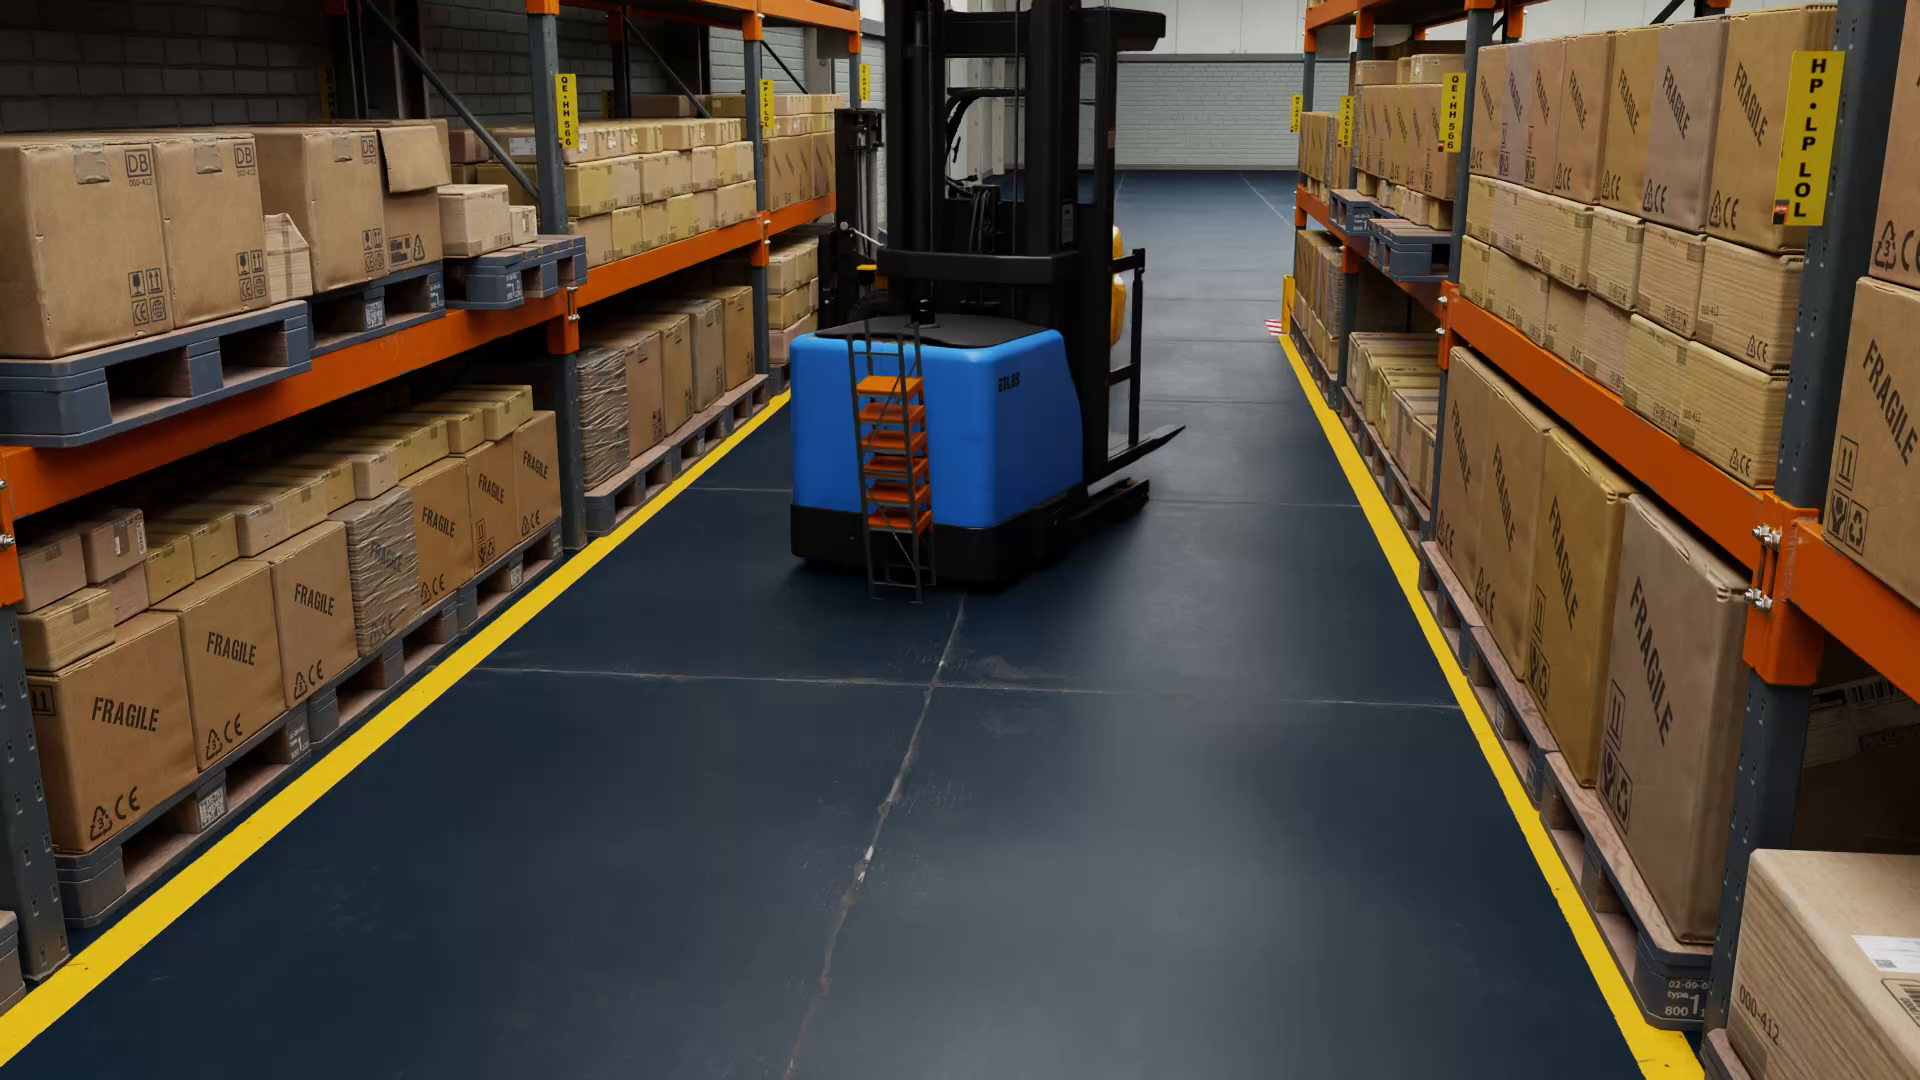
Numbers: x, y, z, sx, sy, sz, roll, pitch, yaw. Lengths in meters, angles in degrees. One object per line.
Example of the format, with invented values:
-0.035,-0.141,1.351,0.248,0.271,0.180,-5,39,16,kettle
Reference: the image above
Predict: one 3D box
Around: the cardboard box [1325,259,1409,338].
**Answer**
2.876,-1.709,11.764,0.500,0.500,0.500,1,15,5,cardboard box

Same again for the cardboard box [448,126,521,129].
-2.505,-2.072,8.645,0.380,0.149,0.250,1,15,5,cardboard box

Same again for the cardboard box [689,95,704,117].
-2.051,-3.116,11.937,0.380,0.149,0.250,1,15,5,cardboard box

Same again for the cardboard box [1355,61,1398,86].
2.672,-2.907,10.357,0.380,0.149,0.250,2,15,6,cardboard box

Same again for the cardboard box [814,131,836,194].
-1.325,-3.139,13.833,0.500,0.500,0.500,1,15,5,cardboard box

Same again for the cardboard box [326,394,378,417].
-2.733,-0.533,7.130,0.380,0.149,0.250,2,15,8,cardboard box

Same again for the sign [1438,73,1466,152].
2.085,-1.807,7.033,0.100,0.325,0.005,2,15,6,sign

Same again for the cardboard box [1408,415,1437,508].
2.699,-0.354,7.953,0.950,0.372,0.625,1,15,2,cardboard box

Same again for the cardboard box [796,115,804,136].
-1.397,-3.158,12.659,0.380,0.149,0.250,2,15,6,cardboard box

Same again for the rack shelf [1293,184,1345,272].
3.302,-2.482,12.973,1.077,0.370,4.000,2,15,6,rack shelf

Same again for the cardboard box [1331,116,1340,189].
2.931,-2.759,11.857,0.500,0.500,0.500,2,15,8,cardboard box

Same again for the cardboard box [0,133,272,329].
-2.423,-0.885,4.693,0.700,0.500,0.500,2,15,7,cardboard box

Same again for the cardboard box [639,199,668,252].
-1.902,-1.718,9.056,0.500,0.250,0.500,1,15,4,cardboard box

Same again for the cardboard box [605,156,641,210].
-1.957,-1.825,8.495,0.500,0.250,0.500,2,15,8,cardboard box

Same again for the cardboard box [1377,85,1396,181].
2.566,-2.201,8.988,0.500,0.500,0.500,1,15,4,cardboard box

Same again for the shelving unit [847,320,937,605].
-0.280,-0.318,7.007,0.258,1.200,0.189,5,26,19,shelving unit

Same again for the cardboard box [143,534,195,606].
-2.482,0.084,4.848,0.380,0.149,0.250,1,15,3,cardboard box

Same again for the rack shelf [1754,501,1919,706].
1.948,0.630,1.463,1.077,0.370,4.000,2,15,6,rack shelf

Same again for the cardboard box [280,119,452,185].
-2.521,-1.541,7.117,0.500,0.500,0.500,2,15,9,cardboard box

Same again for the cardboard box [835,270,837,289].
-1.254,-2.210,14.095,0.500,0.250,0.500,1,15,5,cardboard box

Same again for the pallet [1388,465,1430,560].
2.715,-0.130,8.237,1.003,0.211,1.213,2,15,6,pallet

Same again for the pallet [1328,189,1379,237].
2.846,-2.024,10.268,1.003,0.211,1.213,2,15,6,pallet

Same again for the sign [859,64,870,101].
-0.867,-4.147,15.080,0.100,0.325,0.005,2,15,6,sign

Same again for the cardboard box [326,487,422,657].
-2.305,0.102,6.022,0.500,0.500,0.500,1,15,4,cardboard box

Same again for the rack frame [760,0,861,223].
-1.405,-3.493,15.334,1.000,3.000,0.127,2,15,6,rack frame

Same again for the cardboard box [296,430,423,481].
-2.288,-0.321,6.346,0.380,0.149,0.250,1,15,5,cardboard box

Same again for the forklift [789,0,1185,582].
0.342,-1.567,8.343,1.130,2.935,3.031,8,17,26,forklift

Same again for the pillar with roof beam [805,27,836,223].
2.576,-7.665,19.268,9.100,9.000,0.400,2,15,6,pillar with roof beam

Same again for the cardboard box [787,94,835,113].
-1.256,-3.632,13.845,0.380,0.149,0.250,2,15,8,cardboard box

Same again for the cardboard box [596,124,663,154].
-1.844,-2.189,9.076,0.380,0.149,0.250,2,15,7,cardboard box

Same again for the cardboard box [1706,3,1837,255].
1.975,-0.890,3.600,0.500,0.500,0.500,2,15,8,cardboard box

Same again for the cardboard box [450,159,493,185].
-2.533,-1.712,8.076,0.500,0.250,0.500,2,15,8,cardboard box

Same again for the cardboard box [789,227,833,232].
-1.199,-2.590,14.542,0.500,0.250,0.500,2,15,7,cardboard box

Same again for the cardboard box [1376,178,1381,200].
2.636,-2.052,9.682,0.380,0.149,0.250,2,15,7,cardboard box

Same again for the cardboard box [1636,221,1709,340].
2.031,-0.656,4.171,0.500,0.250,0.500,2,15,8,cardboard box

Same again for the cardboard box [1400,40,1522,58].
3.341,-3.093,11.177,0.700,0.500,0.500,2,15,6,cardboard box

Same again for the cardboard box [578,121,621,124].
-2.282,-2.469,10.112,0.380,0.149,0.250,2,15,6,cardboard box

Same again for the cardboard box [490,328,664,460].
-2.158,-0.806,9.141,0.875,0.625,0.625,2,15,8,cardboard box

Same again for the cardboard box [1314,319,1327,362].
2.926,-1.486,12.373,0.500,0.250,0.500,1,15,5,cardboard box

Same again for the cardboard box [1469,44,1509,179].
2.326,-1.683,6.534,0.500,0.500,0.500,1,15,4,cardboard box

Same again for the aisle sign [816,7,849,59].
-1.105,-4.757,15.026,0.394,0.787,0.004,2,15,6,aisle sign

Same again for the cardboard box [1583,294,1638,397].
2.108,-0.549,4.735,0.500,0.250,0.500,1,15,5,cardboard box

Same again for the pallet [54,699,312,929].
-2.705,0.753,4.973,1.003,0.211,1.213,2,15,6,pallet

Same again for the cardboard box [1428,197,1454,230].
2.387,-1.518,7.707,0.380,0.149,0.250,2,15,7,cardboard box

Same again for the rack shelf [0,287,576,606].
-2.533,-0.552,5.837,1.077,0.370,4.000,2,15,6,rack shelf

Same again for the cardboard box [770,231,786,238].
-1.767,-2.473,14.109,0.500,0.250,0.500,2,15,6,cardboard box

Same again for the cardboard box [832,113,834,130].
-1.255,-3.624,14.383,0.380,0.149,0.250,2,15,7,cardboard box

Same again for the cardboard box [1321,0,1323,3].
3.163,-4.460,13.644,0.380,0.149,0.250,2,15,8,cardboard box

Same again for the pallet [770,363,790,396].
-1.725,-1.315,12.620,1.003,0.211,1.213,2,15,6,pallet

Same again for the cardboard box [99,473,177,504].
-2.900,-0.131,5.642,0.380,0.149,0.250,2,15,7,cardboard box

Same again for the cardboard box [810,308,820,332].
-1.388,-1.713,13.213,0.500,0.250,0.500,2,15,7,cardboard box

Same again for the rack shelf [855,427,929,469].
-0.284,-0.386,6.976,0.258,0.103,0.180,5,26,19,rack shelf
